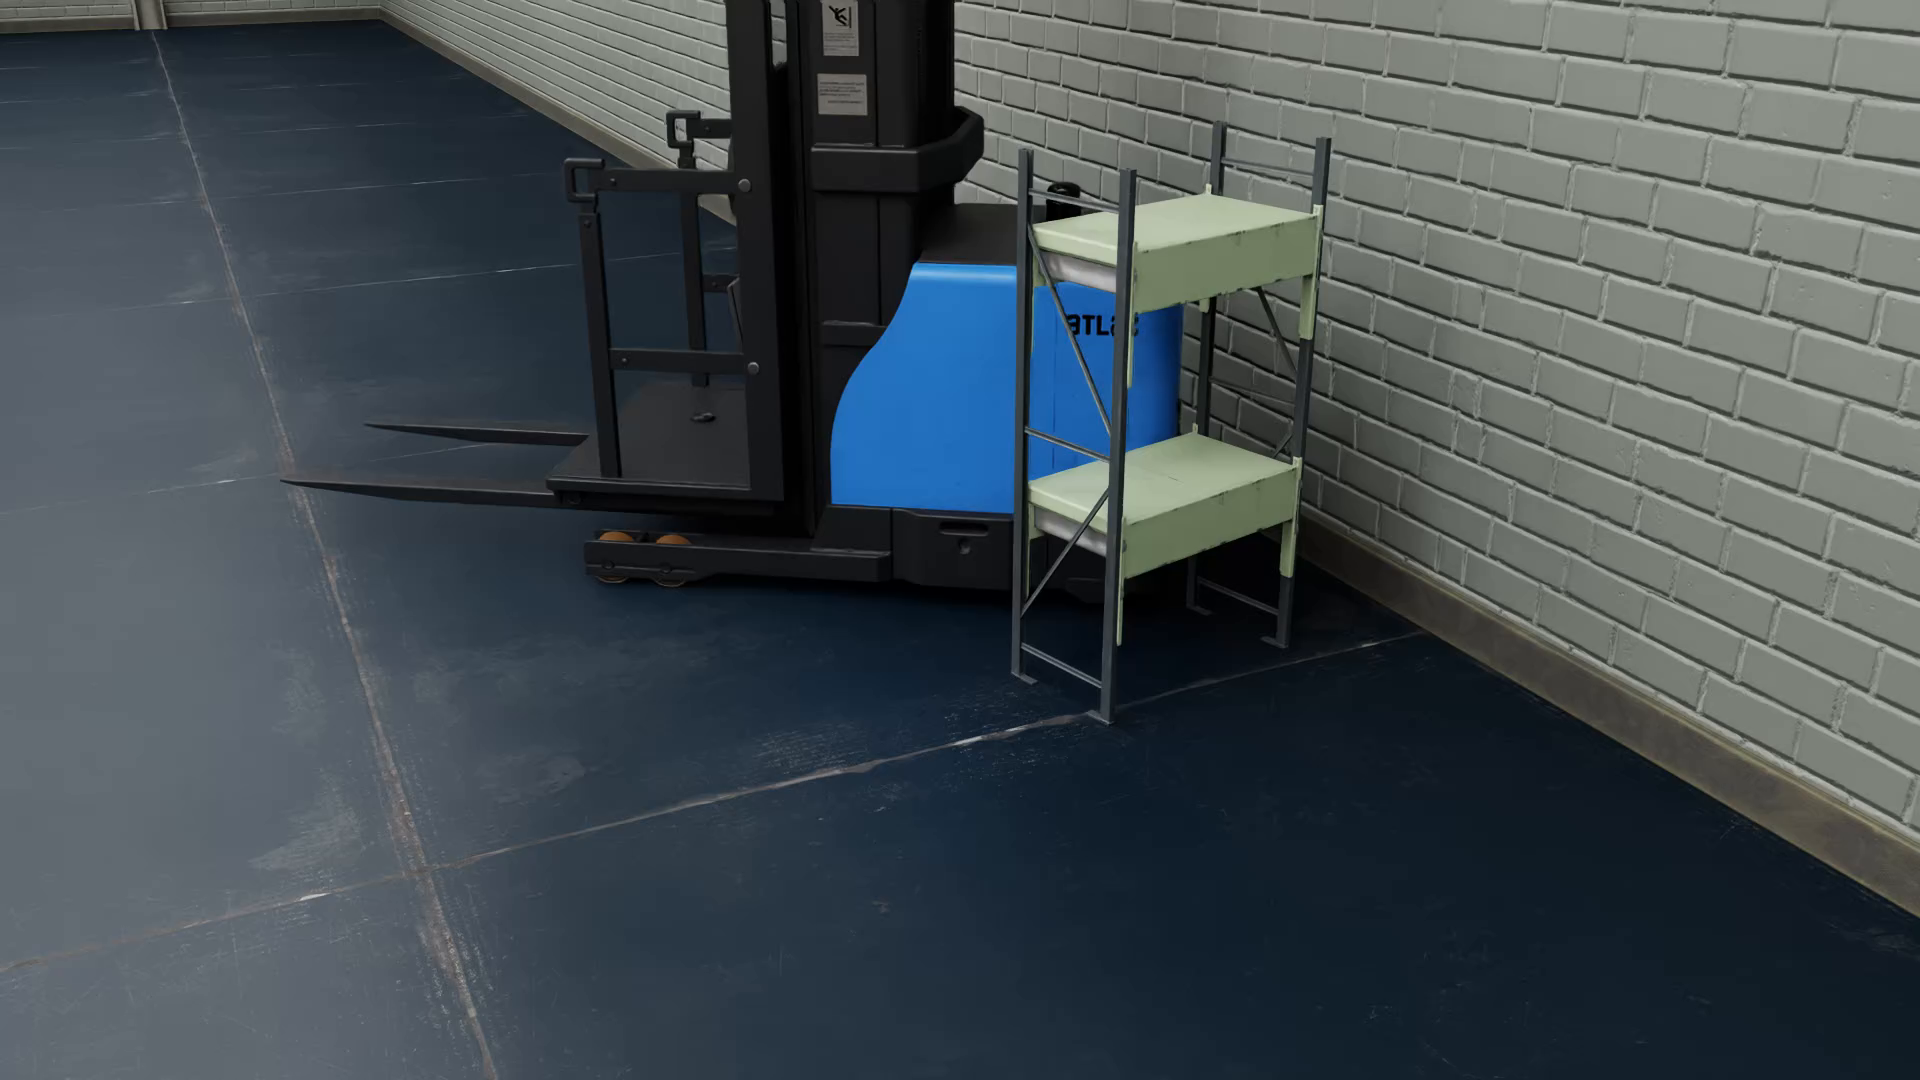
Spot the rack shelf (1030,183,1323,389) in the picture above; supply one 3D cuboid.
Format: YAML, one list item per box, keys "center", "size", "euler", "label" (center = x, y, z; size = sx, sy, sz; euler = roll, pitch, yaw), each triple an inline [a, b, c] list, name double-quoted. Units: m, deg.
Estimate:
- center: [0.566, -0.697, 4.453]
  size: [0.720, 0.370, 0.431]
  euler: [-18, 28, -36]
  label: "rack shelf"

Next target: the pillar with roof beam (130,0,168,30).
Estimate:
- center: [-9.004, -9.549, 17.053]
  size: [0.400, 9.000, 9.100]
  euler: [-10, 25, -24]
  label: "pillar with roof beam"

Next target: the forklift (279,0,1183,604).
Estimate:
- center: [-0.777, -1.397, 5.293]
  size: [3.031, 2.935, 1.130]
  euler: [3, 23, 8]
  label: "forklift"

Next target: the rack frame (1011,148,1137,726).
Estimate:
- center: [0.285, -0.247, 4.386]
  size: [0.023, 1.500, 0.400]
  euler: [-18, 28, -36]
  label: "rack frame"

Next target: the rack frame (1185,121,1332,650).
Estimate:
- center: [0.847, -0.426, 4.819]
  size: [0.023, 1.500, 0.400]
  euler: [-18, 28, -36]
  label: "rack frame"

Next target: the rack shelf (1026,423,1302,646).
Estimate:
- center: [0.566, -0.036, 4.727]
  size: [0.720, 0.370, 0.431]
  euler: [-18, 28, -36]
  label: "rack shelf"

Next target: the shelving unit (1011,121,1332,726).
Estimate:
- center: [0.566, -0.337, 4.603]
  size: [0.755, 1.500, 0.431]
  euler: [-18, 28, -36]
  label: "shelving unit"
